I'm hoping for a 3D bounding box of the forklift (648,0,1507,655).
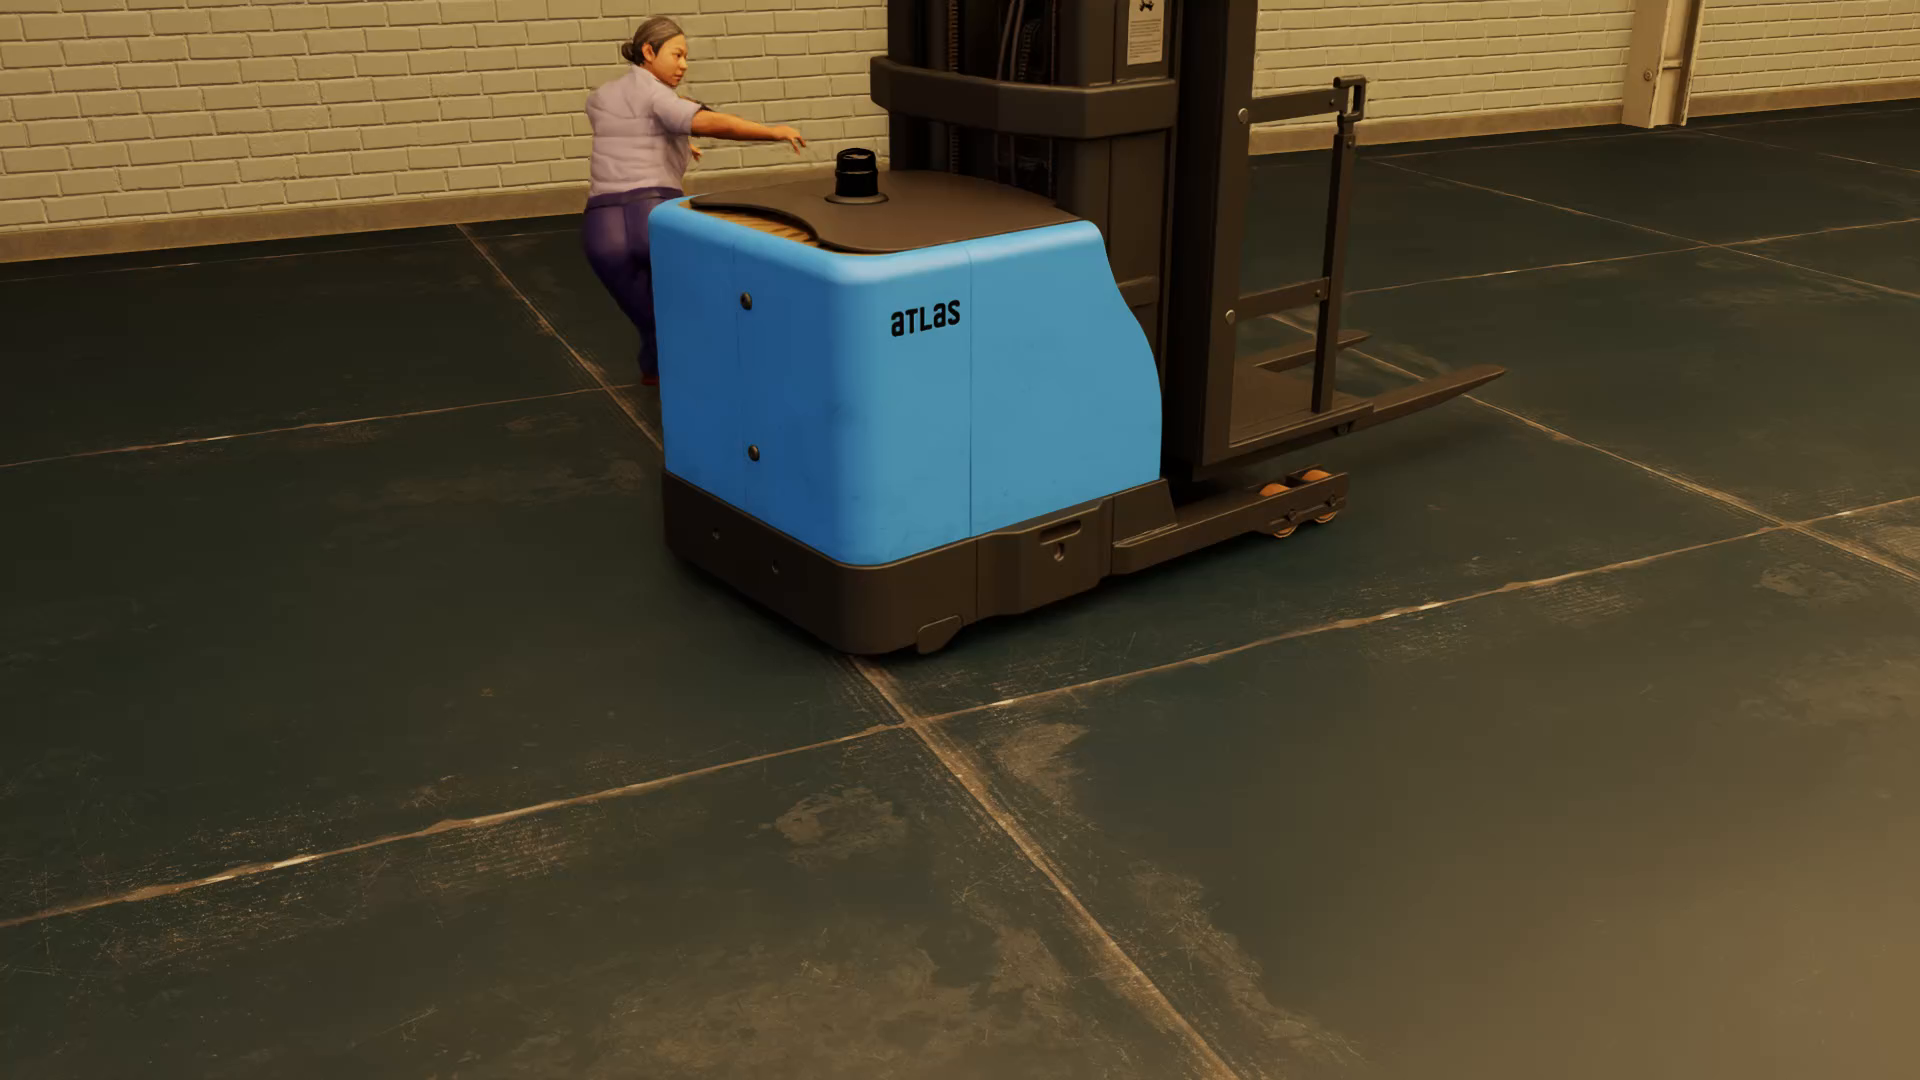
[{"bbox_3d":[0.596,-1.500,4.898,3.031,2.935,1.130,-17,28,-36],"label":"forklift"}]

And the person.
[{"bbox_3d":[-0.959,-1.176,6.160,0.836,1.433,1.081,2,23,6],"label":"person"}]
